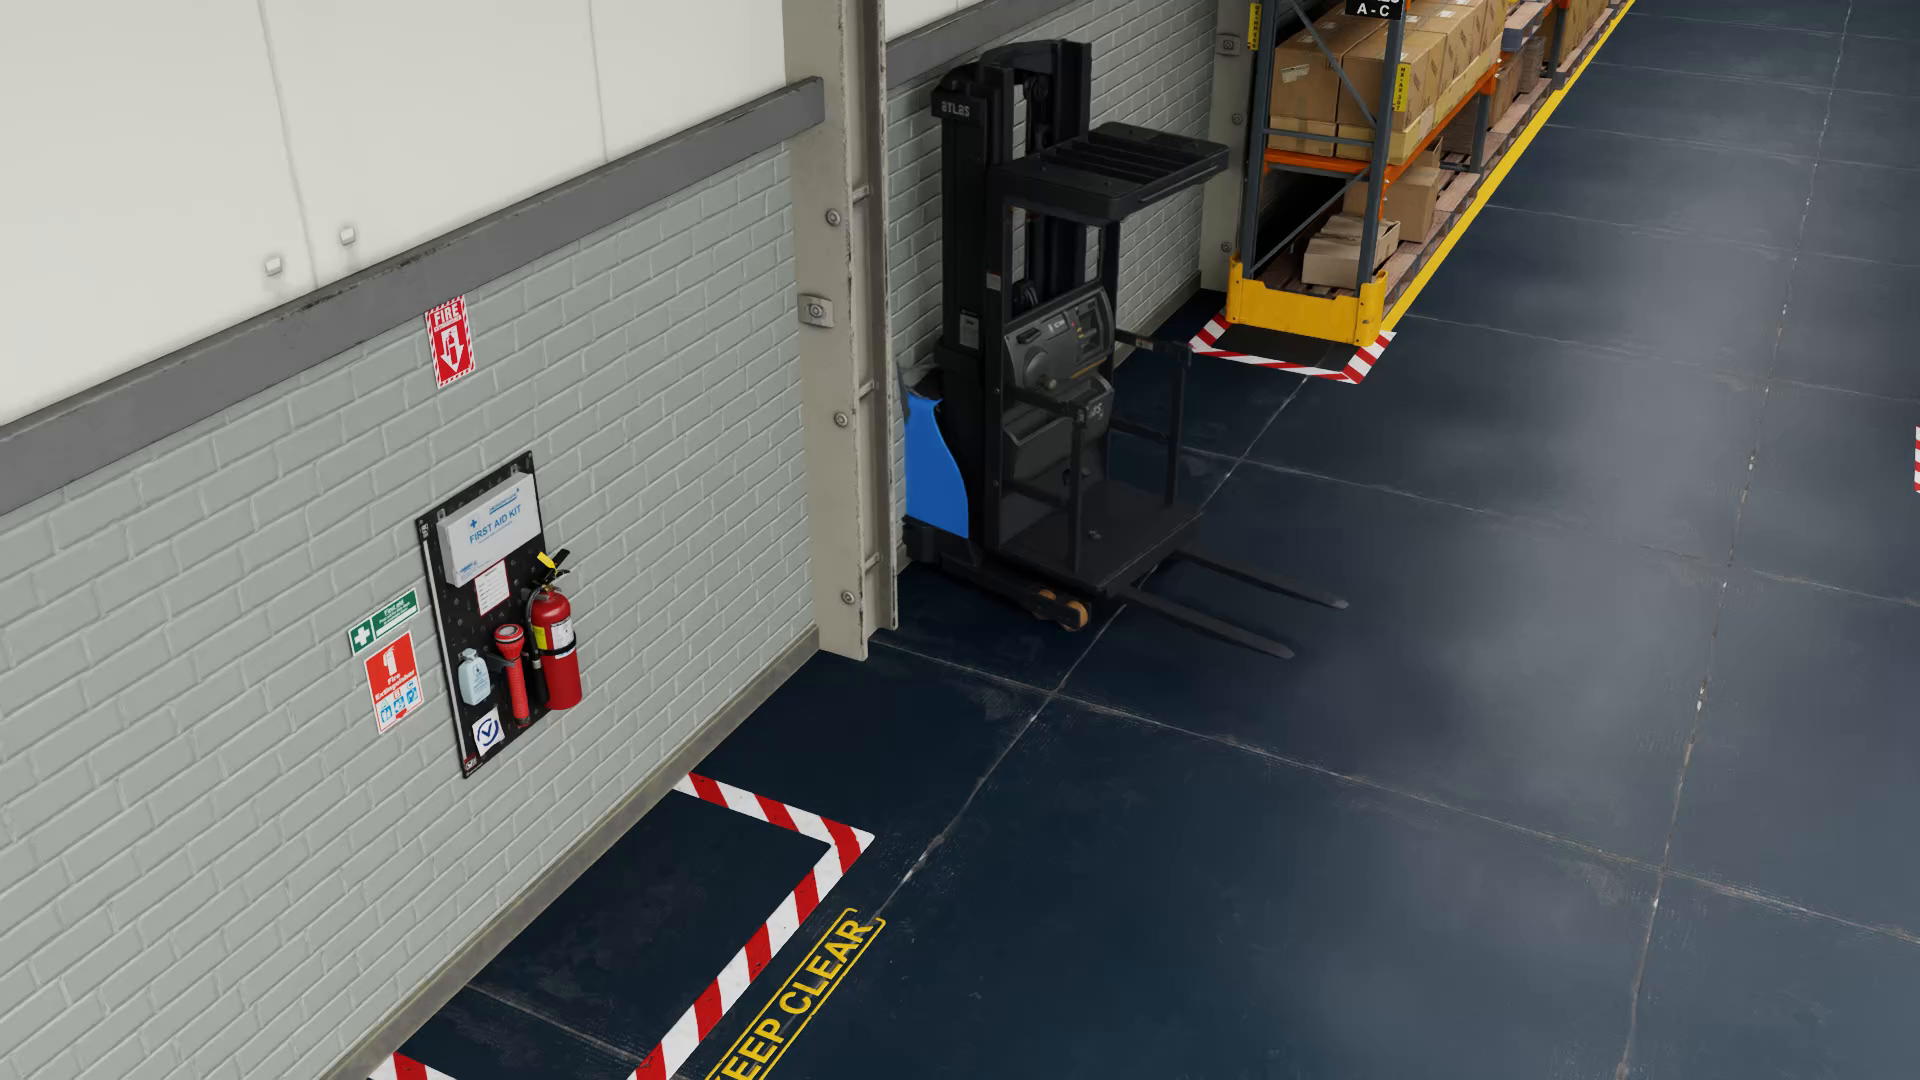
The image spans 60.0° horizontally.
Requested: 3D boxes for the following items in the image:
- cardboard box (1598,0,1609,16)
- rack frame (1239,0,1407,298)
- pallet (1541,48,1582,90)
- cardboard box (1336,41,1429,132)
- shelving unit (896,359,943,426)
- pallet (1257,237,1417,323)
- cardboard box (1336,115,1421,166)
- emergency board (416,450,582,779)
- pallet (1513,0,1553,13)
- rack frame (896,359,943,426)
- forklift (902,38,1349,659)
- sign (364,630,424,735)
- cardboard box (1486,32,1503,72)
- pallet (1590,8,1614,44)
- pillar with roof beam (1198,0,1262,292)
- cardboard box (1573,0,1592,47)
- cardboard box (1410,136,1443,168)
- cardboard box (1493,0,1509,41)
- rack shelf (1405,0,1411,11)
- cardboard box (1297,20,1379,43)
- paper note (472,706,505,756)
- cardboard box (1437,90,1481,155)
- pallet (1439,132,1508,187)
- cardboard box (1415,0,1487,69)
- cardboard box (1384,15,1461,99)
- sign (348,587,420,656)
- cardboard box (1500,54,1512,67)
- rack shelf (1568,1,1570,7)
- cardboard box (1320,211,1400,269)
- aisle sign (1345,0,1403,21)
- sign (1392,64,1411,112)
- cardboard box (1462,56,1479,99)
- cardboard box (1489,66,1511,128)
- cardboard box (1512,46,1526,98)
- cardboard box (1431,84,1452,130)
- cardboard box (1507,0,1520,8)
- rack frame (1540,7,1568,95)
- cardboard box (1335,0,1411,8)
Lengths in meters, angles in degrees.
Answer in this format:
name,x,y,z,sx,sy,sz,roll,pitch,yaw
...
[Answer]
name,x,y,z,sx,sy,sz,roll,pitch,yaw
cardboard box,7.905,-7.178,21.265,0.750,0.750,0.750,15,33,24
rack frame,2.618,-2.926,12.124,1.000,3.000,0.127,14,33,23
pallet,6.689,-5.596,19.573,1.003,0.211,1.213,14,33,23
cardboard box,3.103,-3.339,12.220,0.500,0.500,0.500,14,33,23
shelving unit,0.065,-0.764,9.887,0.538,1.500,1.048,-4,37,13
pallet,3.055,-2.103,13.490,1.003,0.211,1.213,14,33,23
cardboard box,3.123,-3.014,12.408,0.500,0.250,0.500,13,32,22
emergency board,-1.726,0.314,6.482,0.194,1.169,0.643,14,33,23
pallet,5.397,-5.503,16.803,1.003,0.211,1.213,14,33,23
rack frame,-0.005,-0.450,9.493,0.500,1.500,0.032,-4,37,13
forklift,0.711,-1.067,8.955,3.031,2.935,1.130,22,36,33
sign,-2.069,0.520,6.087,0.001,0.329,0.234,14,33,23
cardboard box,4.495,-4.364,14.759,0.500,0.250,0.500,14,33,23
pallet,7.801,-6.678,21.457,1.003,0.211,1.213,14,33,23
pillar with roof beam,6.000,-5.058,9.812,9.100,9.000,0.400,14,33,23
cardboard box,7.119,-6.406,19.920,0.750,0.750,0.750,14,33,23
cardboard box,4.003,-3.337,14.908,0.500,0.500,0.500,12,32,20
cardboard box,4.501,-4.689,14.571,0.500,0.500,0.500,14,33,23
rack shelf,3.530,-4.802,13.100,1.077,0.370,4.000,14,33,23
cardboard box,2.882,-3.673,12.802,0.500,0.500,0.500,15,33,24
paper note,-1.868,0.759,6.592,0.016,0.148,0.142,14,33,23
cardboard box,4.761,-4.136,16.300,0.700,0.500,0.500,15,33,25
pallet,4.794,-3.836,16.508,1.003,0.211,1.213,14,33,23
cardboard box,4.039,-4.245,13.798,0.500,0.500,0.500,13,32,22
cardboard box,3.578,-3.783,12.994,0.500,0.500,0.500,13,32,22
sign,-2.059,0.290,5.955,0.001,0.109,0.331,14,33,23
cardboard box,5.436,-5.106,17.235,0.500,0.250,0.500,14,33,23
rack shelf,7.174,-7.047,20.023,1.077,0.370,4.000,14,33,23
cardboard box,3.273,-2.490,13.623,0.500,0.311,0.500,17,34,27
aisle sign,2.853,-3.954,11.303,0.394,0.787,0.004,14,33,23
sign,3.102,-3.179,11.694,0.100,0.325,0.005,14,33,23
cardboard box,4.045,-3.919,13.983,0.500,0.250,0.500,14,33,23
cardboard box,5.220,-4.594,17.096,0.700,0.500,0.500,15,33,24
cardboard box,5.643,-5.047,17.885,0.700,0.500,0.500,14,33,23
cardboard box,3.585,-3.472,13.205,0.500,0.250,0.500,14,33,23
cardboard box,4.964,-5.398,15.886,0.700,0.500,0.500,18,34,28
rack frame,6.263,-6.473,18.300,1.000,3.000,0.127,14,33,23
cardboard box,3.343,-4.127,13.592,0.500,0.500,0.500,15,33,24
